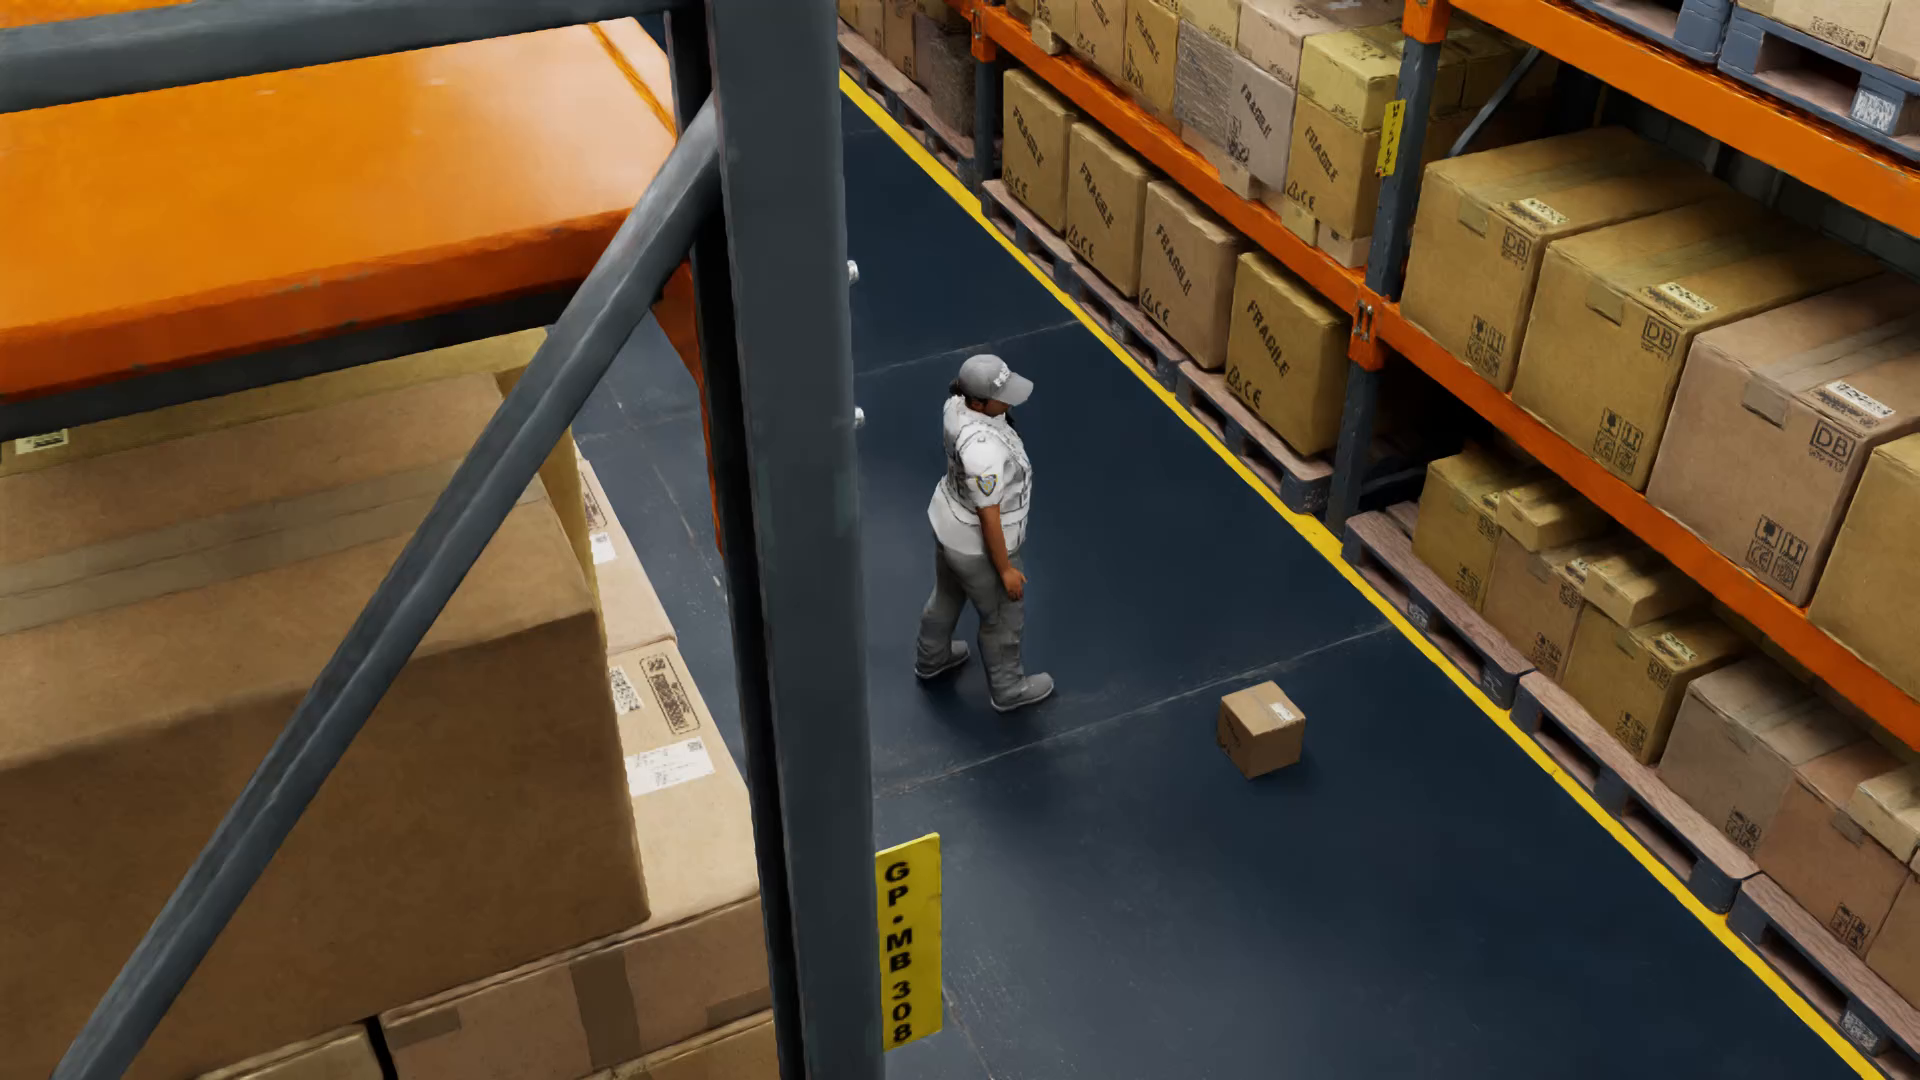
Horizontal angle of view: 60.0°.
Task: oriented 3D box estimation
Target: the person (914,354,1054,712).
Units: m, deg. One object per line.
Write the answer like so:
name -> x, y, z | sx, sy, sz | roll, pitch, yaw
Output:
person -> 0.115, -0.019, 6.653 | 0.559, 1.655, 0.600 | -10, 39, -12
